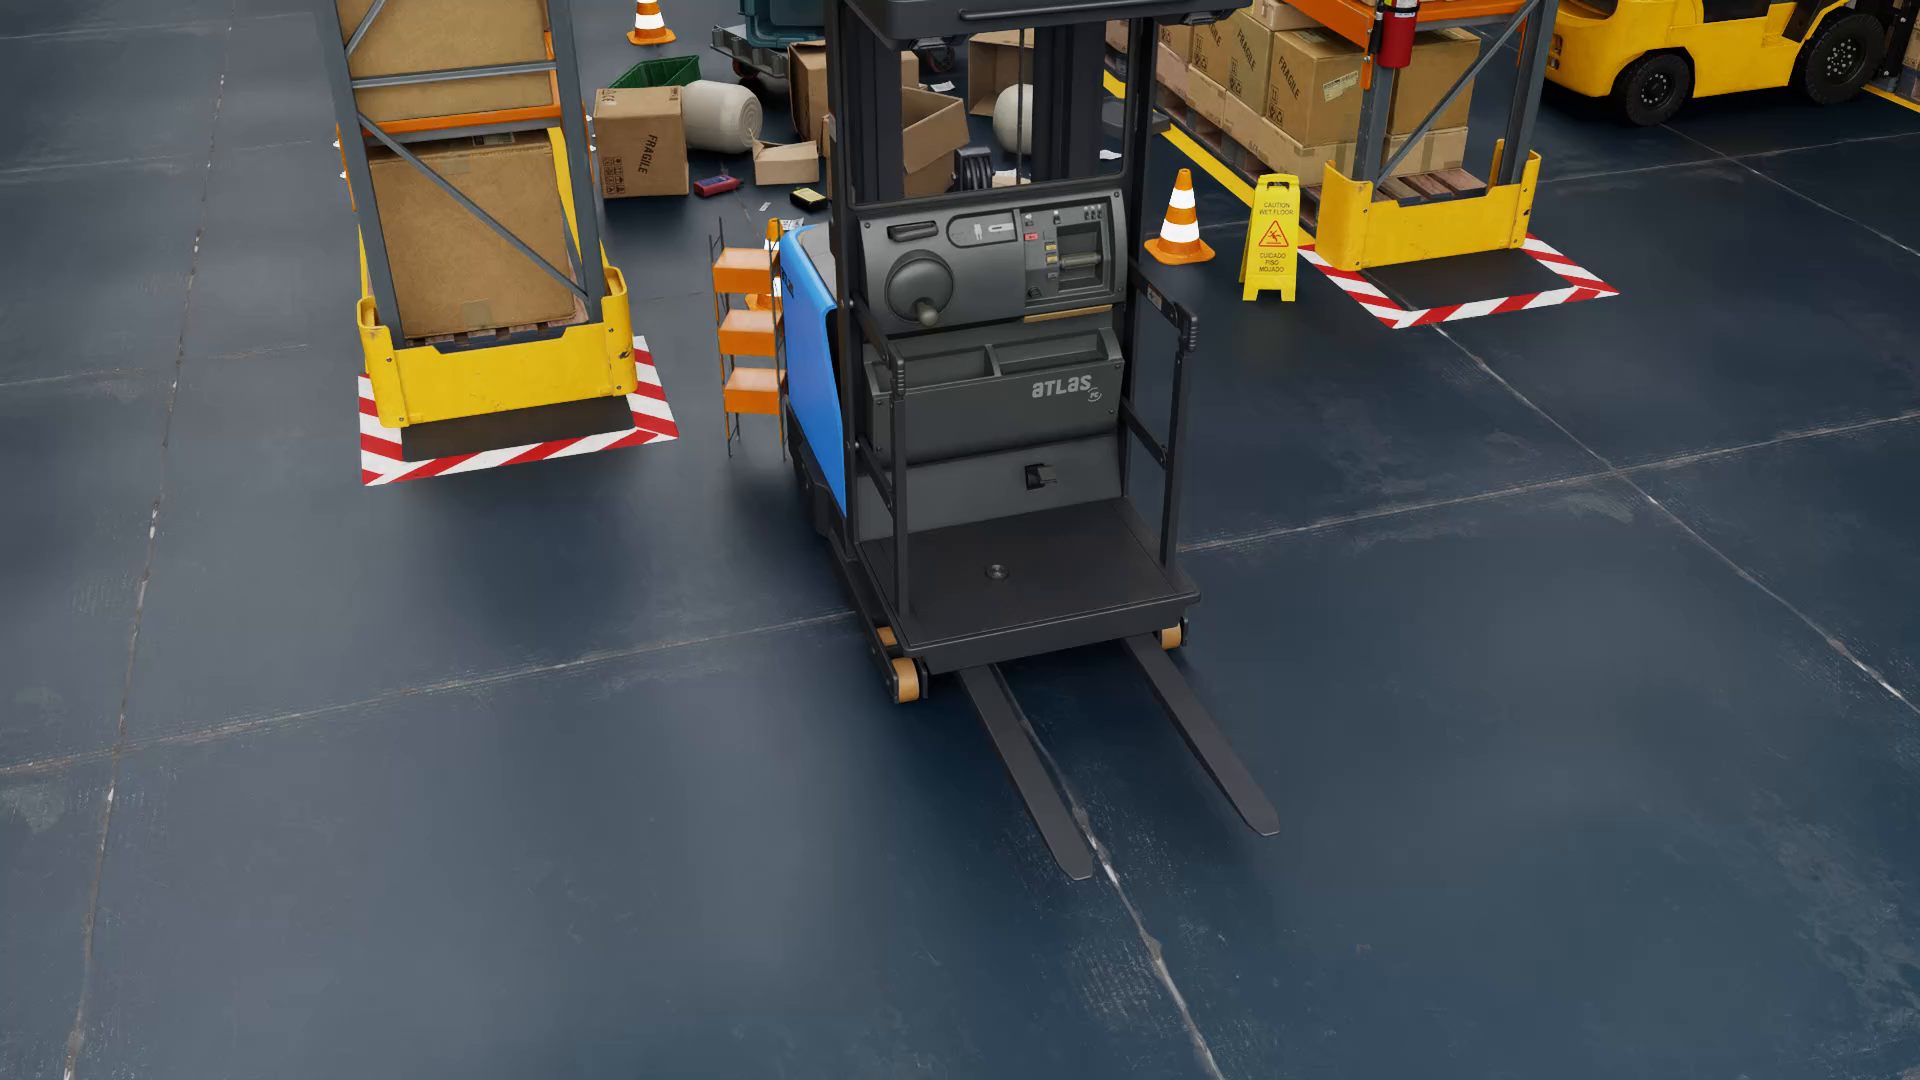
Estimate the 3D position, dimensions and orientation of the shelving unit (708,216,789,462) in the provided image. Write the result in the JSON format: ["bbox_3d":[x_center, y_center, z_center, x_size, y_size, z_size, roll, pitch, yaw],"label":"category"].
[{"bbox_3d":[-0.880,-0.840,7.068,0.252,1.050,0.215,3,34,5],"label":"shelving unit"}]

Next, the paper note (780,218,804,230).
[{"bbox_3d":[-0.965,-1.796,9.442,0.144,0.017,0.142,1,33,2],"label":"paper note"}]

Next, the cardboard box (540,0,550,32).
[{"bbox_3d":[-2.512,-2.799,8.128,0.875,0.550,0.550,-10,35,-15],"label":"cardboard box"}]

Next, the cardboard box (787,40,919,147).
[{"bbox_3d":[-0.673,-2.835,10.461,0.797,0.637,0.503,-10,35,-15],"label":"cardboard box"}]

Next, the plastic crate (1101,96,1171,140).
[{"bbox_3d":[1.045,-2.754,10.845,0.402,0.080,0.583,-23,40,-31],"label":"plastic crate"}]

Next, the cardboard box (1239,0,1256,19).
[{"bbox_3d":[1.825,-3.136,9.620,0.380,0.149,0.250,-9,35,-14],"label":"cardboard box"}]

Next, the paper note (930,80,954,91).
[{"bbox_3d":[-0.116,-3.130,11.460,0.148,0.019,0.142,-10,35,-15],"label":"paper note"}]

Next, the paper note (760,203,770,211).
[{"bbox_3d":[-1.135,-1.940,9.677,0.032,0.001,0.123,7,34,10],"label":"paper note"}]

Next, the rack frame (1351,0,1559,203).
[{"bbox_3d":[2.567,-2.834,8.318,1.000,3.000,0.127,-10,35,-15],"label":"rack frame"}]

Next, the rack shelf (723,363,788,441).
[{"bbox_3d":[-0.880,-0.599,7.227,0.240,0.259,0.215,3,34,5],"label":"rack shelf"}]

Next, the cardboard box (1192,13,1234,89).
[{"bbox_3d":[1.765,-3.091,10.140,0.500,0.500,0.500,-11,35,-16],"label":"cardboard box"}]

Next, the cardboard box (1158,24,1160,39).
[{"bbox_3d":[1.444,-3.641,10.972,0.500,0.500,0.500,-9,34,-13],"label":"cardboard box"}]

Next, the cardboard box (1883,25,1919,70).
[{"bbox_3d":[6.562,-3.419,11.317,0.500,0.250,0.500,-10,35,-14],"label":"cardboard box"}]

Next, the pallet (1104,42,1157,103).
[{"bbox_3d":[1.585,-3.424,11.741,1.003,0.211,1.213,-10,35,-15],"label":"pallet"}]

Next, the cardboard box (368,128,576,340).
[{"bbox_3d":[-2.386,-1.582,7.970,0.875,0.875,0.875,-10,35,-14],"label":"cardboard box"}]

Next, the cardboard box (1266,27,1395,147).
[{"bbox_3d":[2.074,-2.552,9.324,0.500,0.500,0.500,-10,35,-14],"label":"cardboard box"}]

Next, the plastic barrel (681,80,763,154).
[{"bbox_3d":[-1.529,-2.636,10.356,0.512,0.421,0.421,13,36,18],"label":"plastic barrel"}]

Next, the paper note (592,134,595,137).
[{"bbox_3d":[-2.269,-2.610,10.671,0.142,0.020,0.147,19,38,26],"label":"paper note"}]

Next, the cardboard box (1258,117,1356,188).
[{"bbox_3d":[2.057,-2.254,9.553,0.500,0.250,0.500,-10,35,-15],"label":"cardboard box"}]

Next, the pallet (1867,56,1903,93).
[{"bbox_3d":[6.651,-3.541,11.918,1.003,0.211,1.213,-10,35,-15],"label":"pallet"}]

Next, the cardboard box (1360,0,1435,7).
[{"bbox_3d":[2.249,-2.890,8.630,0.380,0.149,0.250,-9,34,-13],"label":"cardboard box"}]

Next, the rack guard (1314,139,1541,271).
[{"bbox_3d":[2.544,-1.831,9.068,1.175,0.500,0.348,-10,35,-15],"label":"rack guard"}]

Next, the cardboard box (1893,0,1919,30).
[{"bbox_3d":[6.527,-3.643,11.202,0.500,0.250,0.500,-11,35,-16],"label":"cardboard box"}]

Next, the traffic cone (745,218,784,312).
[{"bbox_3d":[-0.926,-1.408,8.461,0.336,0.463,0.334,-10,35,-15],"label":"traffic cone"}]

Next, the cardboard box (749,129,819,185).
[{"bbox_3d":[-1.058,-2.315,10.013,0.396,0.266,0.258,-4,34,-6],"label":"cardboard box"}]

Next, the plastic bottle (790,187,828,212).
[{"bbox_3d":[-0.903,-1.999,9.719,0.133,0.061,0.283,-23,40,-31],"label":"plastic bottle"}]

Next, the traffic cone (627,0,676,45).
[{"bbox_3d":[-2.307,-3.948,12.306,0.336,0.463,0.334,-10,35,-15],"label":"traffic cone"}]

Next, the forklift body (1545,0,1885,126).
[{"bbox_3d":[4.977,-4.006,10.861,2.313,2.155,1.214,-10,35,-15],"label":"forklift body"}]

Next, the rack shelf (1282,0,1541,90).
[{"bbox_3d":[1.957,-3.584,10.106,1.077,0.370,4.000,-10,35,-15],"label":"rack shelf"}]

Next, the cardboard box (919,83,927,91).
[{"bbox_3d":[-0.449,-3.005,11.057,0.396,0.266,0.258,19,38,26],"label":"cardboard box"}]

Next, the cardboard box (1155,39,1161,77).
[{"bbox_3d":[1.443,-3.329,11.180,0.500,0.250,0.500,-8,34,-12],"label":"cardboard box"}]

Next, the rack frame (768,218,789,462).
[{"bbox_3d":[-0.758,-0.832,7.057,0.008,1.050,0.200,3,34,5],"label":"rack frame"}]

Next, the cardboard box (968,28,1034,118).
[{"bbox_3d":[0.378,-3.101,10.987,0.500,0.500,0.500,13,36,18],"label":"cardboard box"}]

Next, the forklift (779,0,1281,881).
[{"bbox_3d":[0.190,-0.896,5.447,1.130,2.935,3.031,-10,35,-15],"label":"forklift"}]

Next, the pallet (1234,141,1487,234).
[{"bbox_3d":[2.330,-2.143,9.802,1.003,0.211,1.213,-10,35,-15],"label":"pallet"}]

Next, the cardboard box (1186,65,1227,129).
[{"bbox_3d":[1.749,-2.788,10.362,0.500,0.250,0.500,-11,35,-16],"label":"cardboard box"}]
